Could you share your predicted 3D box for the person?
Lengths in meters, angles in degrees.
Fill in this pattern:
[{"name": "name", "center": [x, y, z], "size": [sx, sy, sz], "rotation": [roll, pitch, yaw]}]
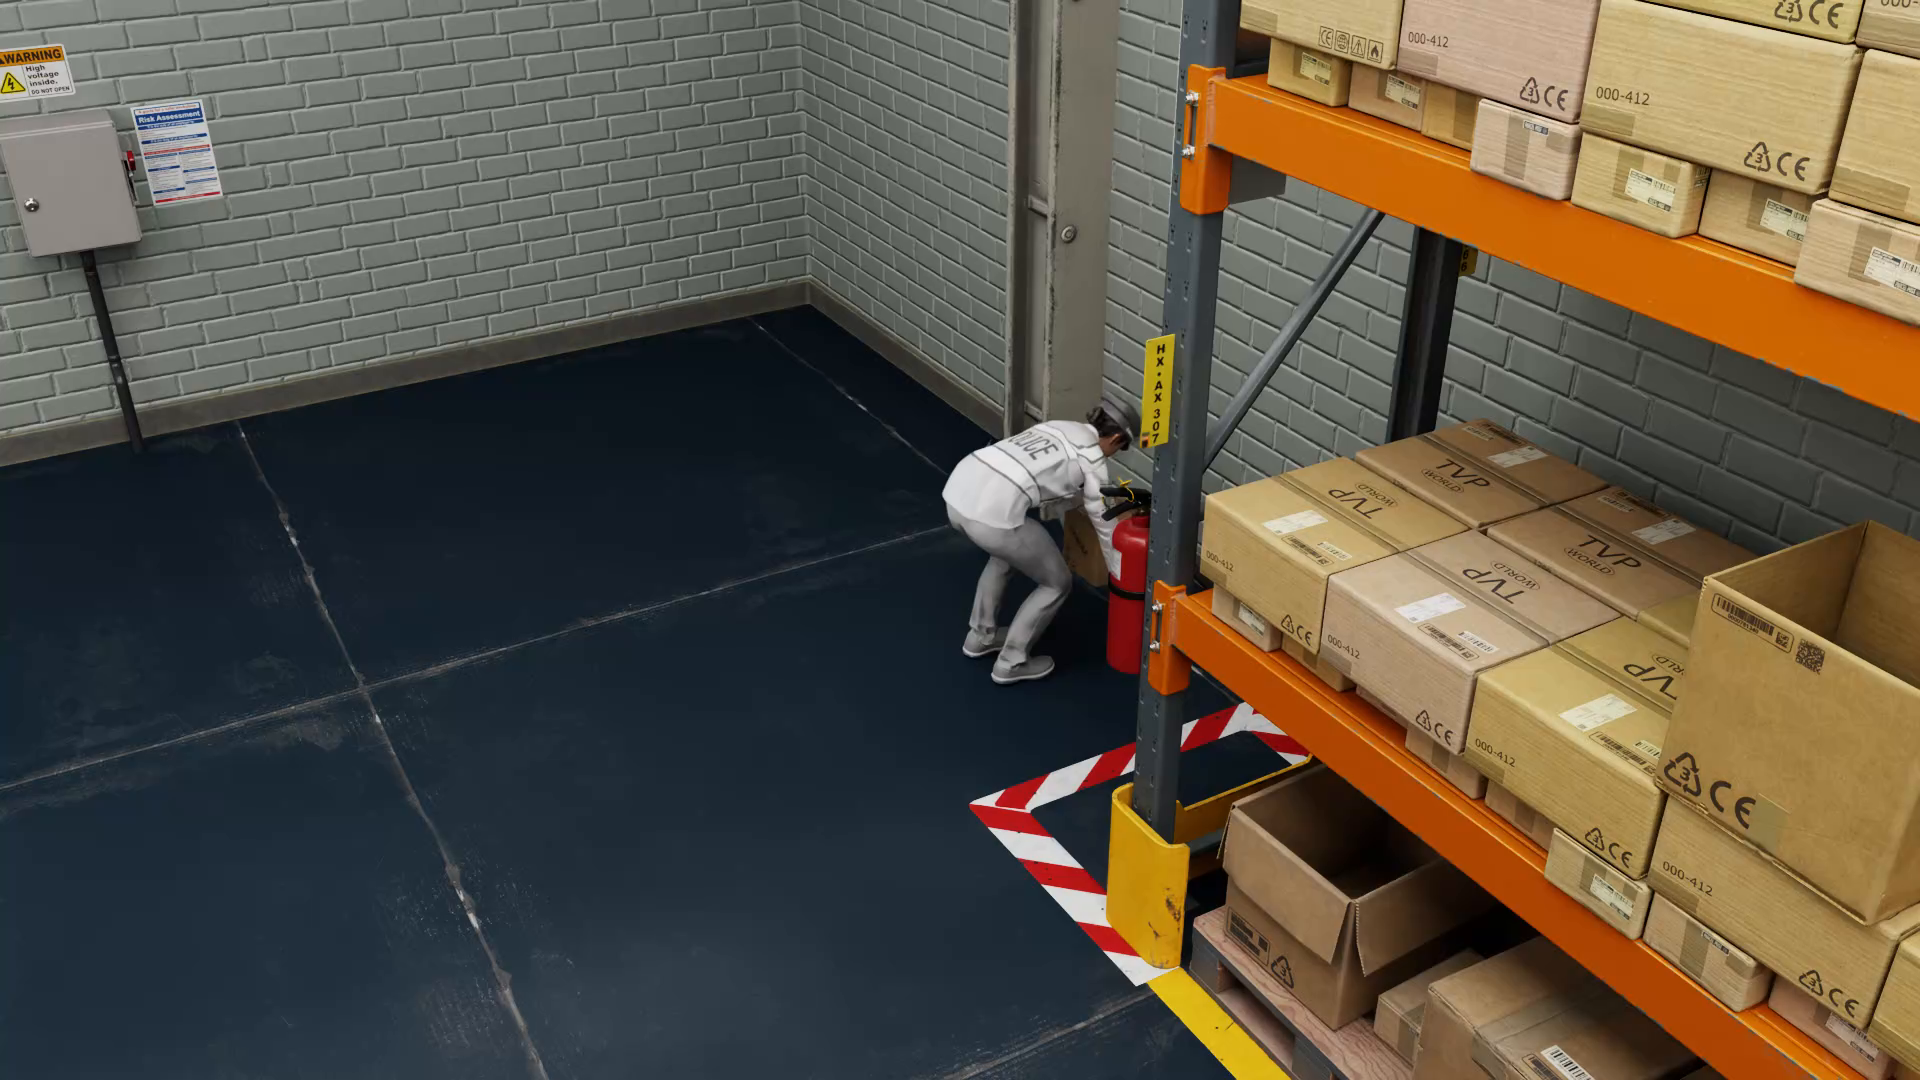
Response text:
[{"name": "person", "center": [0.369, -0.026, 6.751], "size": [0.904, 1.102, 0.449], "rotation": [-18, 34, -29]}]
